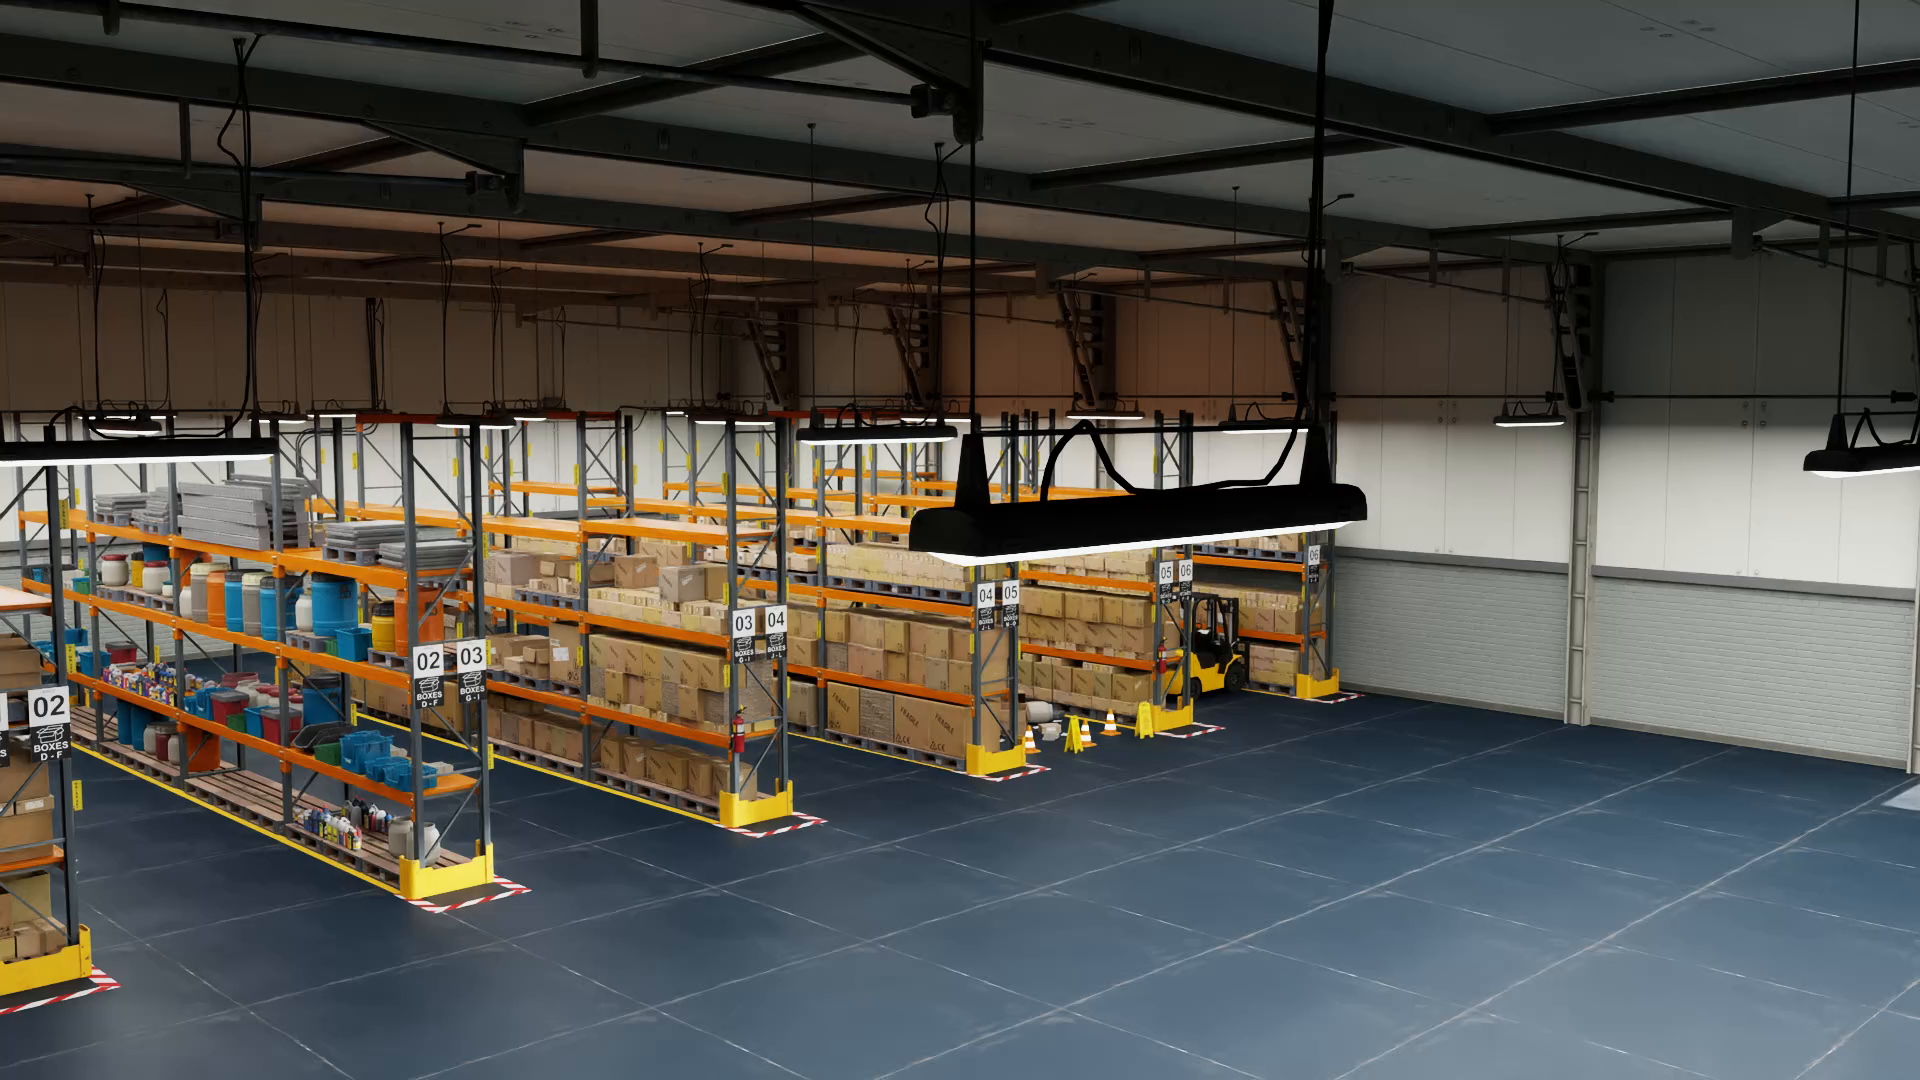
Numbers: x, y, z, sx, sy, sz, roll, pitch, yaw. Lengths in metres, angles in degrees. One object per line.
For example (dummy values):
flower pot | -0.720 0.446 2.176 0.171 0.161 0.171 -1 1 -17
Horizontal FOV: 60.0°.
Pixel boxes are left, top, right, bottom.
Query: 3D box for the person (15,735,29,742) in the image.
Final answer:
person | -12.877 3.501 22.891 0.491 1.675 0.503 -3 6 -34
